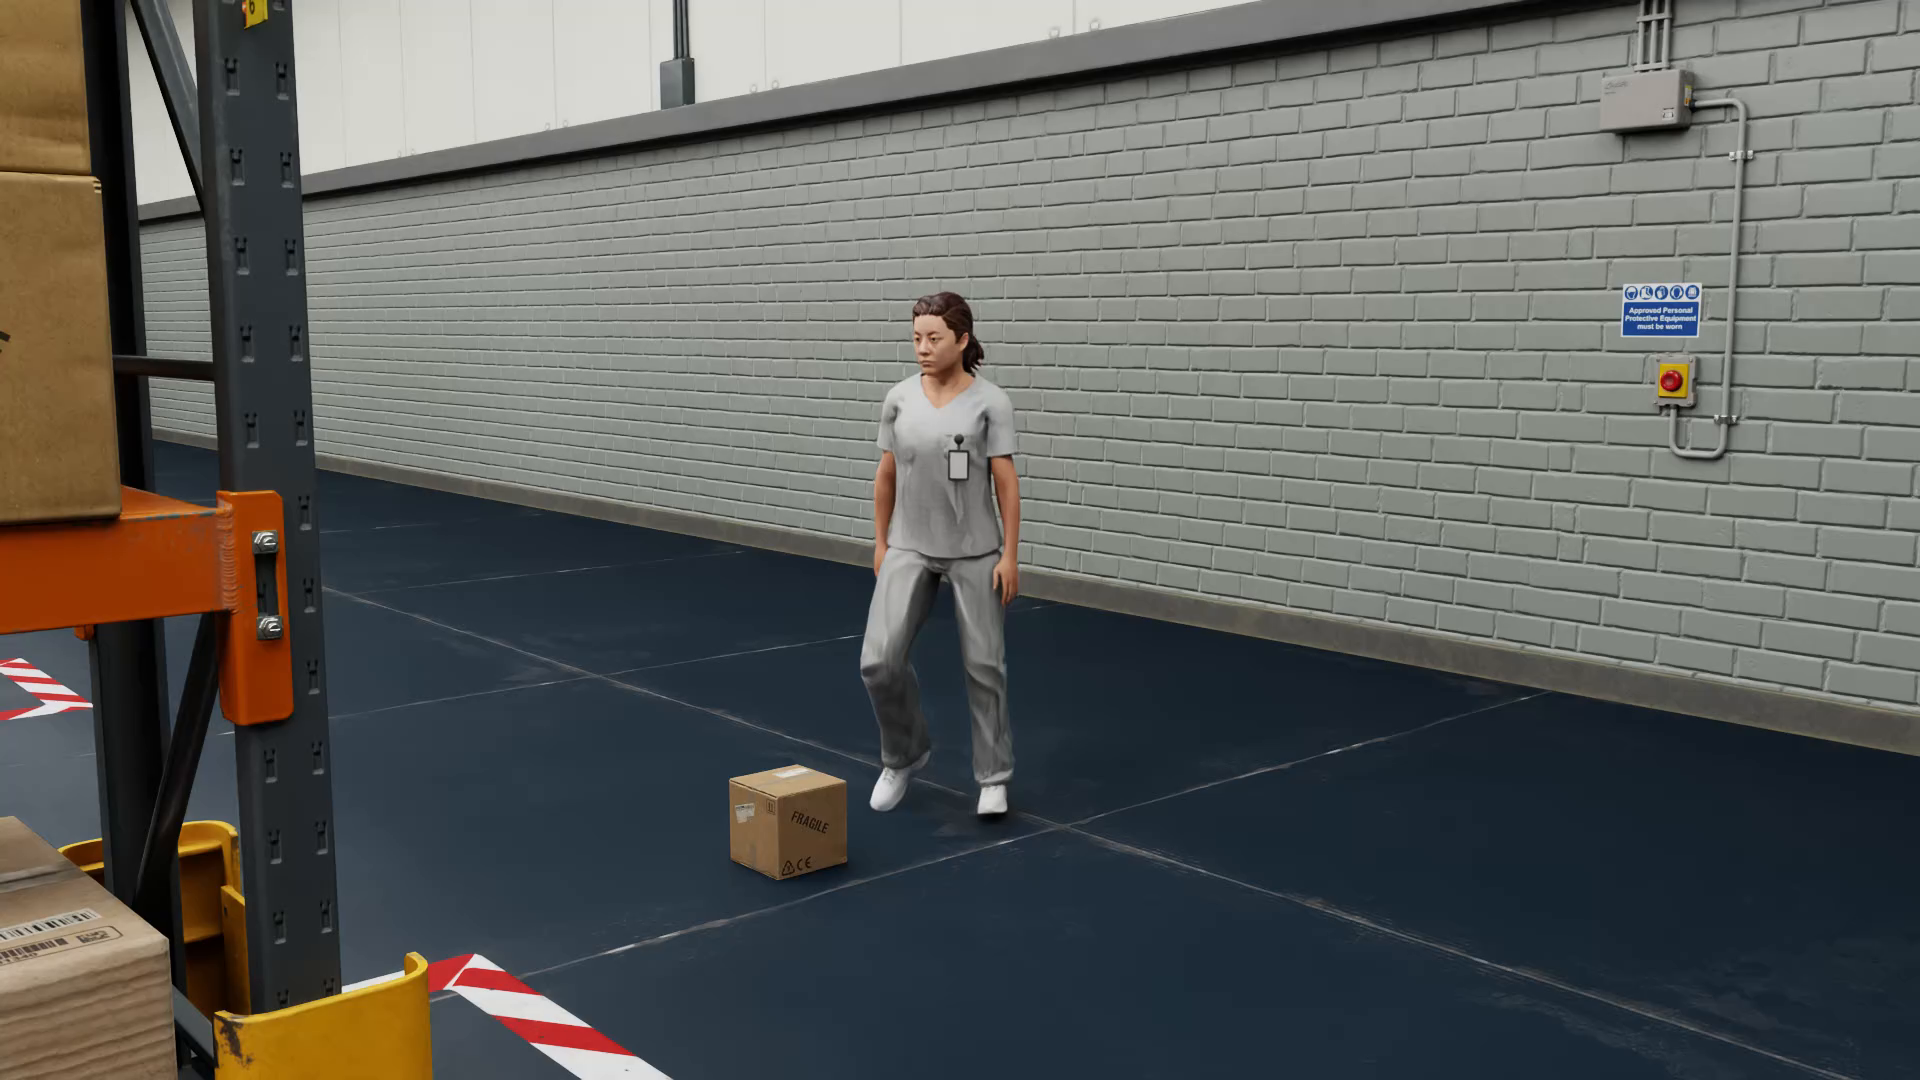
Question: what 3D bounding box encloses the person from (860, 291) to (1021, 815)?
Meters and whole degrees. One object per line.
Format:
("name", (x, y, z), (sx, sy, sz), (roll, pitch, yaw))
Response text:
("person", (-0.050, 0.055, 5.303), (0.497, 1.679, 0.407), (1, 8, 9))
